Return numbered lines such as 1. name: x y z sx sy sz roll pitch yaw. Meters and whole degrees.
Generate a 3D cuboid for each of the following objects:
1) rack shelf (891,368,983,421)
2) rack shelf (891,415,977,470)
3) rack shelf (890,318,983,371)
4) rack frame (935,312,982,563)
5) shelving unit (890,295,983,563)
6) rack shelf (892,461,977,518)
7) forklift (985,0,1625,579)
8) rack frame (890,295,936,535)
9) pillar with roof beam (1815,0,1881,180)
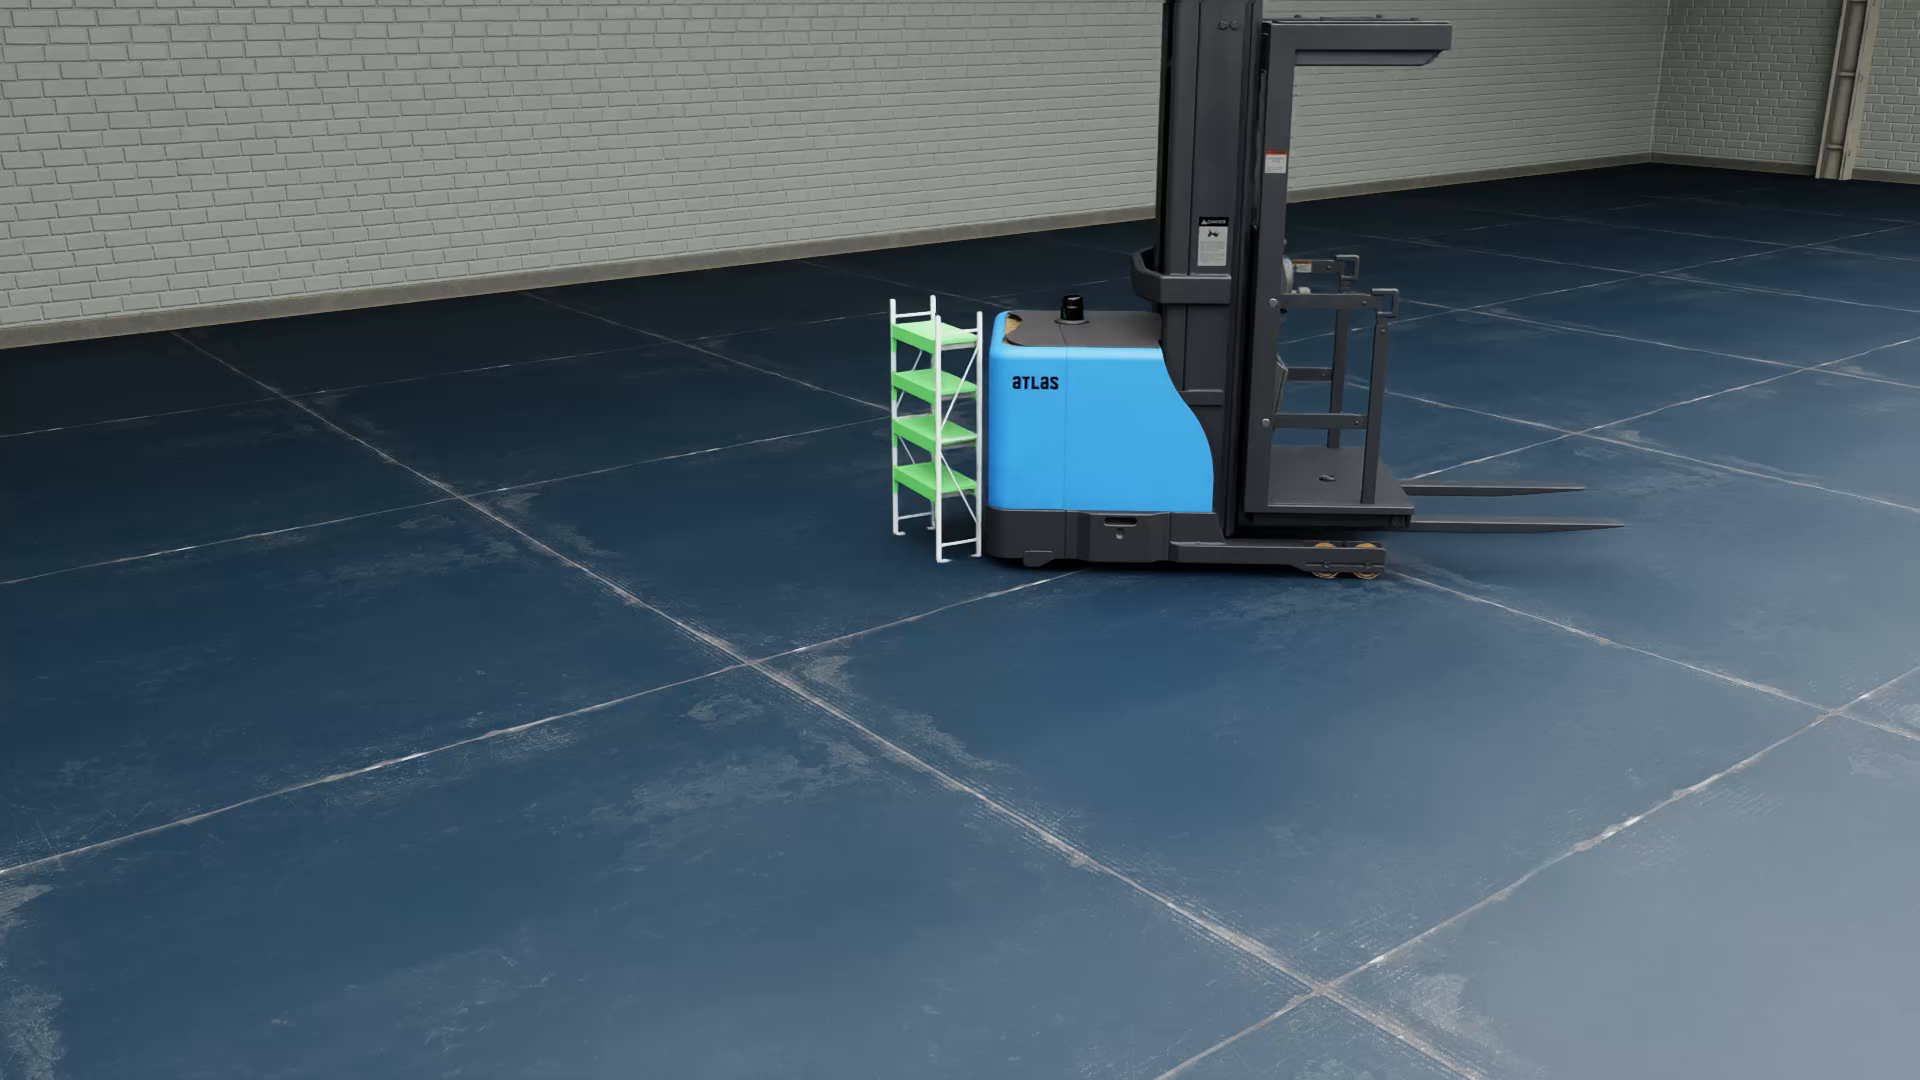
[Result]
1. rack shelf: -0.117 -0.714 8.050 0.258 0.148 0.480 -9 20 -26
2. rack shelf: -0.117 -0.486 8.126 0.258 0.148 0.480 -9 20 -26
3. rack shelf: -0.117 -0.942 7.975 0.258 0.148 0.480 -9 20 -26
4. rack frame: -0.005 -0.479 7.900 0.240 1.200 0.015 -9 20 -26
5. shelving unit: -0.117 -0.547 8.106 0.258 1.200 0.503 -9 20 -26
6. rack shelf: -0.117 -0.259 8.201 0.258 0.148 0.480 -9 20 -26
7. forklift: 1.655 -1.379 7.864 3.031 2.935 1.130 1 18 3
8. rack frame: -0.230 -0.615 8.311 0.240 1.200 0.015 -9 20 -26
9. pillar with roof beam: 9.423 -8.733 20.420 9.100 9.000 0.400 -14 23 -36
